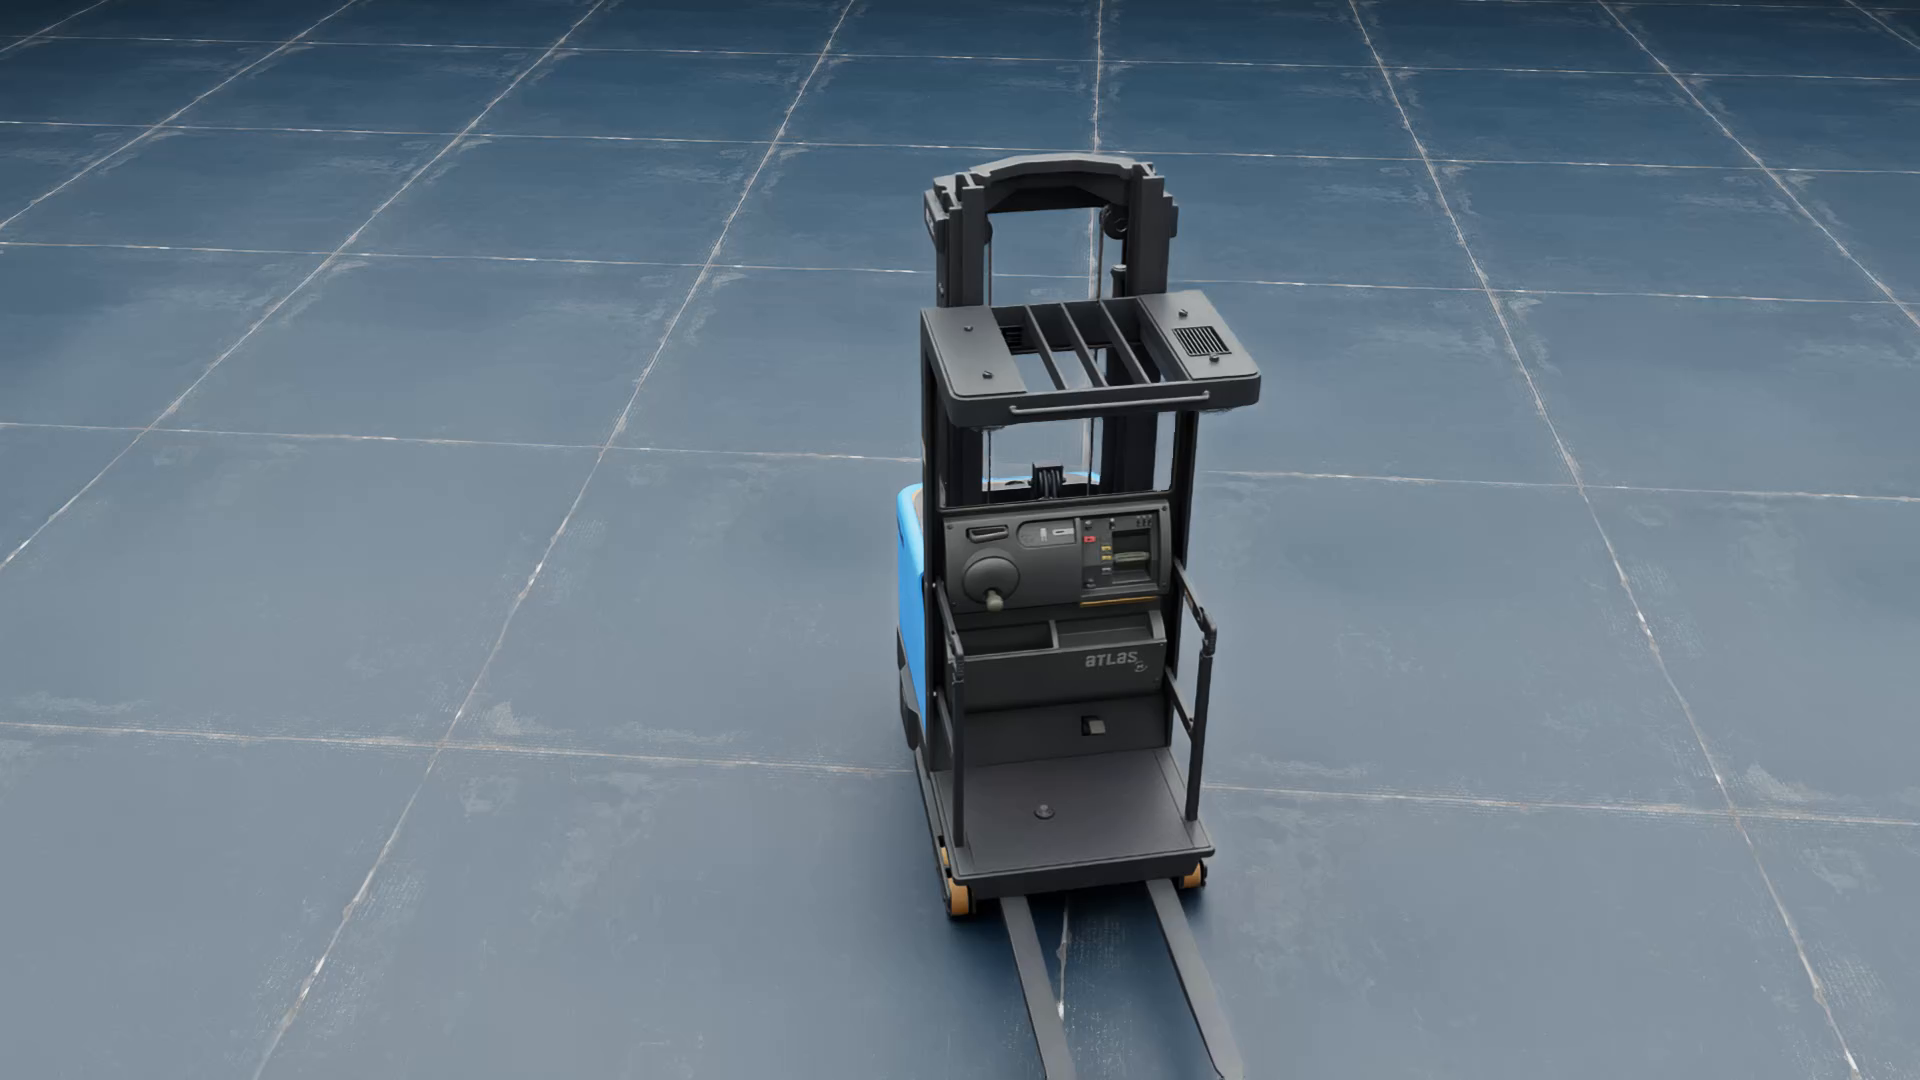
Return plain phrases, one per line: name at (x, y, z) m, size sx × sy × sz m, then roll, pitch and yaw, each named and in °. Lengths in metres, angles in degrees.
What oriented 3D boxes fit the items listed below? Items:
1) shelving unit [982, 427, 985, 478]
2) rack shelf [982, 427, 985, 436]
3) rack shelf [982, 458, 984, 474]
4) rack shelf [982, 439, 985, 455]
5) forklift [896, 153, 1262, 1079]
shelving unit at (0.001, -0.518, 9.228) m, size 0.258 × 1.200 × 0.189 m, roll 2°, pitch 32°, yaw 4°
rack shelf at (0.001, -0.583, 9.188) m, size 0.258 × 0.103 × 0.180 m, roll 2°, pitch 32°, yaw 4°
rack shelf at (0.001, -0.378, 9.314) m, size 0.258 × 0.103 × 0.180 m, roll 2°, pitch 32°, yaw 4°
rack shelf at (0.001, -0.481, 9.251) m, size 0.258 × 0.103 × 0.180 m, roll 2°, pitch 32°, yaw 4°
forklift at (0.435, 0.122, 6.538) m, size 1.130 × 2.935 × 3.031 m, roll -5°, pitch 32°, yaw -8°
